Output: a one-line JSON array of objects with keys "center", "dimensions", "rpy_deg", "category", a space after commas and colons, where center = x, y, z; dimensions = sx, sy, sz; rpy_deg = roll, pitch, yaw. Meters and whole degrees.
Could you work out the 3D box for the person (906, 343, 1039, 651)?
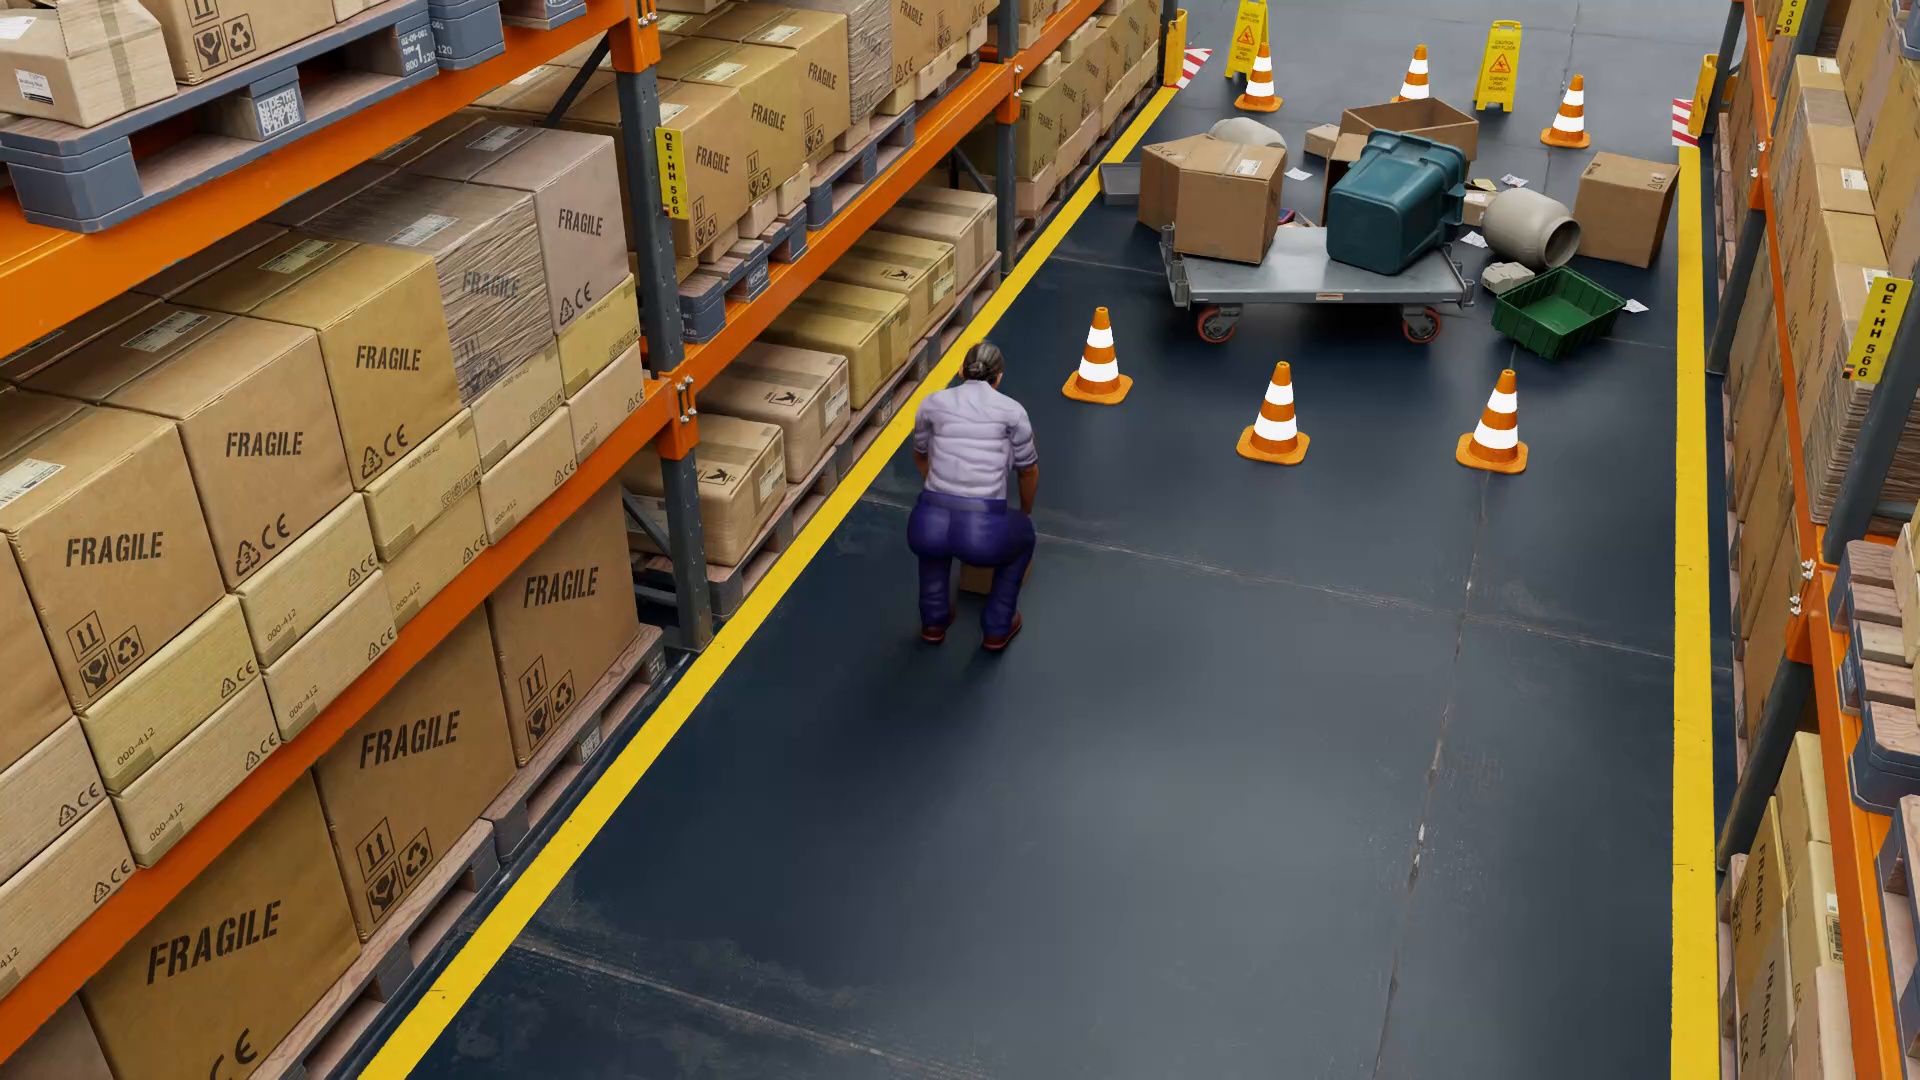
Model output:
[{"center": [0.023, -0.137, 6.777], "dimensions": [0.536, 1.198, 0.741], "rpy_deg": [10, 35, 15], "category": "person"}]
